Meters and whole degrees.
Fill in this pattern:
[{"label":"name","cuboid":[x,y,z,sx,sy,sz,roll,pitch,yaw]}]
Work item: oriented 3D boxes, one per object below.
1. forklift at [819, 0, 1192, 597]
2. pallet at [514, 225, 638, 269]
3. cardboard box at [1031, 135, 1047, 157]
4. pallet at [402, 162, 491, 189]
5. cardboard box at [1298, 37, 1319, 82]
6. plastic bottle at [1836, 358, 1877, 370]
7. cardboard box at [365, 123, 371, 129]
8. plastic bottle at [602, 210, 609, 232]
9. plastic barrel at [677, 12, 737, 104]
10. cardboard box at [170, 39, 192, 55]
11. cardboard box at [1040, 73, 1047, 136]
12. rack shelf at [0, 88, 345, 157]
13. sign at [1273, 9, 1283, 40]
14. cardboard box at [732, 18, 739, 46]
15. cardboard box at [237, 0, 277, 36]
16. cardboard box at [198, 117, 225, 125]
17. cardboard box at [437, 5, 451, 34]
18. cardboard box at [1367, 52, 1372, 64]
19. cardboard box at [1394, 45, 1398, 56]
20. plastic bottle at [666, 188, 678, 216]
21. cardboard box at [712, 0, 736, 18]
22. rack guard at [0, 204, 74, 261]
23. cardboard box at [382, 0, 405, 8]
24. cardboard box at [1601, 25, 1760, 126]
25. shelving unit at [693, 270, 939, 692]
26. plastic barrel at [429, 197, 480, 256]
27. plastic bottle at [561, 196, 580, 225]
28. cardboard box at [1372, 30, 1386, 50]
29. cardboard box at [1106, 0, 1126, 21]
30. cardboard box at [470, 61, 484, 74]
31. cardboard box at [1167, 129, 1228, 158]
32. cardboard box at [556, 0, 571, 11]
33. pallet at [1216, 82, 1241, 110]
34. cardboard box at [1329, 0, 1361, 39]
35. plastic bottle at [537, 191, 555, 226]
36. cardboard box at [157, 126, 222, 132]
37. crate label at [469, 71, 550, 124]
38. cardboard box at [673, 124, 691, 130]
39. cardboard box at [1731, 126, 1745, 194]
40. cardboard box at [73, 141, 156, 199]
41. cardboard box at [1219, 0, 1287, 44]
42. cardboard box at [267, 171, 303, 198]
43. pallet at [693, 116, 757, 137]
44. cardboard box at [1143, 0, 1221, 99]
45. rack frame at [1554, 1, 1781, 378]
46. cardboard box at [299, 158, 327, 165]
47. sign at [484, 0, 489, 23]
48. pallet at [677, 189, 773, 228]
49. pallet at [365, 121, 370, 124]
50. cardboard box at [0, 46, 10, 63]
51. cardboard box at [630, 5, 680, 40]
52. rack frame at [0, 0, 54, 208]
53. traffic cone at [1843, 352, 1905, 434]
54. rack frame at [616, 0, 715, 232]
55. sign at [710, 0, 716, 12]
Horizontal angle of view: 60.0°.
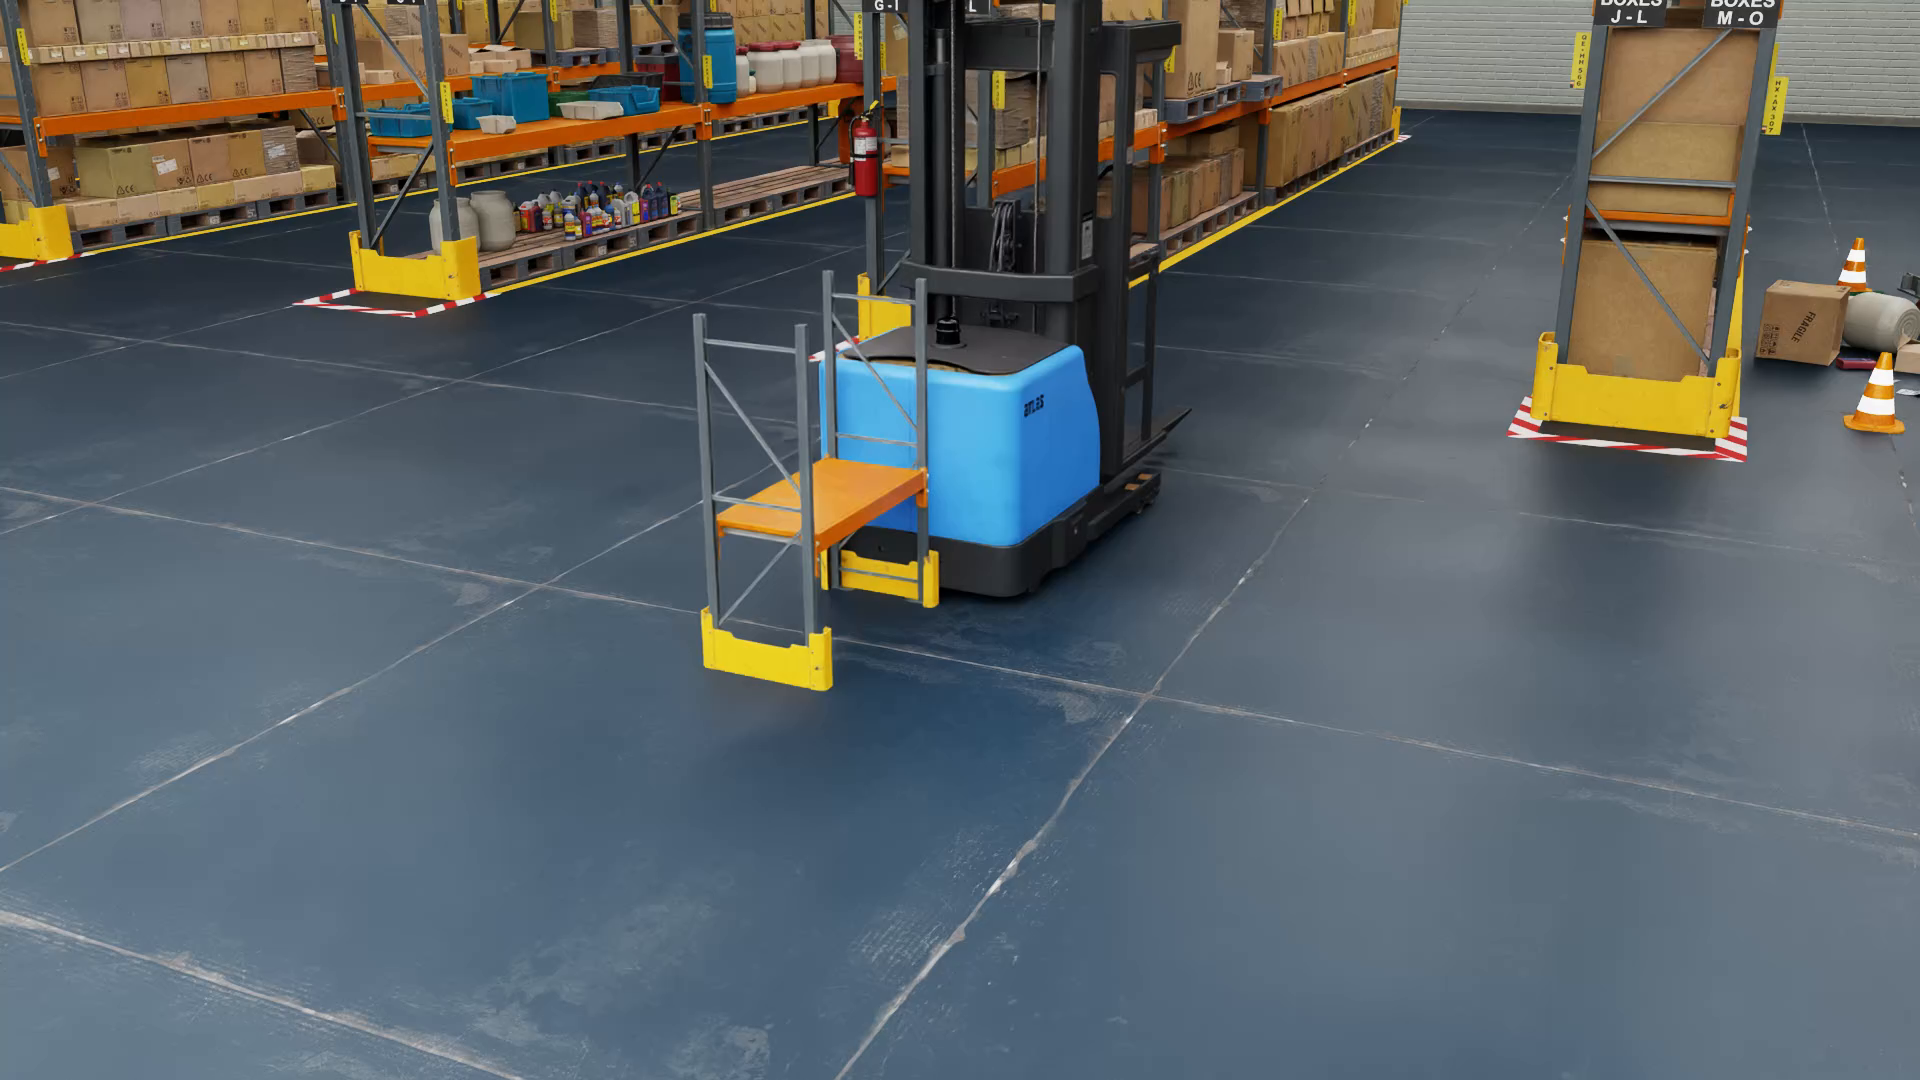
[{"label":"forklift","cuboid":[0.438,-1.575,8.524,1.130,2.935,3.031,9,22,25]},{"label":"pallet","cuboid":[-3.916,-2.897,16.300,1.003,0.211,1.213,9,21,23]},{"label":"cardboard box","cuboid":[0.538,-3.121,13.144,0.380,0.149,0.250,9,21,23]},{"label":"pallet","cuboid":[-6.858,-4.757,21.528,1.003,0.211,1.213,9,21,23]},{"label":"cardboard box","cuboid":[4.121,-5.954,20.584,0.500,0.500,0.500,9,21,23]},{"label":"plastic bottle","cuboid":[6.458,-1.263,11.930,0.283,0.061,0.133,1,20,4]},{"label":"cardboard box","cuboid":[-7.304,-5.107,20.993,0.500,0.311,0.500,8,21,23]},{"label":"plastic bottle","cuboid":[-3.494,-3.128,16.307,0.097,0.201,0.097,0,20,0]},{"label":"plastic barrel","cuboid":[-2.670,-5.097,17.577,0.600,0.901,0.708,9,21,23]},{"label":"cardboard box","cuboid":[-8.273,-5.156,17.372,0.380,0.149,0.250,9,21,23]},{"label":"cardboard box","cuboid":[0.365,-3.550,13.382,0.875,0.500,0.500,9,21,23]},{"label":"rack shelf","cuboid":[-8.441,-4.515,17.762,1.077,0.370,4.000,9,21,23]},{"label":"sign","cuboid":[3.551,-5.764,18.591,0.100,0.325,0.005,9,21,23]},{"label":"cardboard box","cuboid":[-3.889,-8.077,26.553,0.500,0.500,0.500,9,22,24]},{"label":"cardboard box","cuboid":[-8.004,-5.833,18.308,0.700,0.500,0.500,8,21,23]},{"label":"cardboard box","cuboid":[-11.070,-6.028,24.015,0.700,0.500,0.500,9,21,23]},{"label":"cardboard box","cuboid":[-8.826,-8.611,27.581,0.500,0.500,0.500,8,21,22]},{"label":"cardboard box","cuboid":[5.644,-6.873,23.694,0.380,0.149,0.250,9,21,23]},{"label":"cardboard box","cuboid":[6.482,-7.501,25.459,0.380,0.149,0.250,9,21,24]},{"label":"plastic bottle","cuboid":[-3.001,-3.520,17.287,0.061,0.283,0.133,10,22,25]},{"label":"cardboard box","cuboid":[-3.897,-8.535,26.349,0.500,0.500,0.500,9,22,24]},{"label":"rack guard","cuboid":[-9.270,-3.058,16.320,1.175,0.500,0.348,9,21,23]},{"label":"cardboard box","cuboid":[-9.252,-8.651,26.575,0.500,0.250,0.500,9,21,24]},{"label":"cardboard box","cuboid":[4.447,-2.858,10.194,0.875,0.550,0.550,9,21,23]},{"label":"shelving unit","cuboid":[-0.586,-0.295,7.059,0.587,1.500,1.083,9,21,24]},{"label":"plastic barrel","cuboid":[-4.543,-2.799,14.949,0.421,0.512,0.421,0,20,0]},{"label":"plastic bottle","cuboid":[-3.920,-3.319,16.732,0.152,0.276,0.135,9,21,23]},{"label":"cardboard box","cuboid":[5.955,-7.348,24.433,0.500,0.250,0.500,8,21,21]},{"label":"cardboard box","cuboid":[1.071,-4.282,13.948,0.500,0.500,0.500,9,21,23]},{"label":"cardboard box","cuboid":[-6.455,-6.172,21.723,0.380,0.149,0.250,10,22,27]},{"label":"cardboard box","cuboid":[2.597,-4.338,18.146,0.500,0.250,0.500,11,22,29]},{"label":"cardboard box","cuboid":[-7.717,-9.572,30.461,0.980,0.700,0.700,8,21,22]},{"label":"pallet","cuboid":[2.278,-4.627,17.288,1.003,0.211,1.213,9,21,23]},{"label":"cardboard box","cuboid":[5.119,-7.085,22.574,0.500,0.500,0.500,9,21,23]},{"label":"plastic bottle","cuboid":[-4.142,-3.310,16.595,0.144,0.351,0.185,10,22,25]},{"label":"cardboard box","cuboid":[-8.507,-4.317,18.488,0.500,0.500,0.500,9,21,23]},{"label":"crate label","cuboid":[-4.236,-4.178,15.688,0.502,0.435,0.616,9,21,23]},{"label":"cardboard box","cuboid":[-4.497,-6.600,25.626,0.500,0.500,0.500,9,21,23]},{"label":"cardboard box","cuboid":[4.919,-2.686,11.322,0.875,0.550,0.550,9,21,23]},{"label":"cardboard box","cuboid":[-8.635,-3.785,16.992,0.500,0.500,0.500,9,21,23]},{"label":"cardboard box","cuboid":[3.366,-6.069,19.411,0.797,0.503,0.637,9,22,25]},{"label":"cardboard box","cuboid":[-7.827,-4.045,18.842,0.500,0.250,0.500,9,21,23]},{"label":"pallet","cuboid":[-4.064,-6.807,27.294,1.003,0.211,1.213,9,21,23]},{"label":"cardboard box","cuboid":[1.867,-4.809,15.993,1.000,1.000,1.000,9,21,23]},{"label":"rack frame","cuboid":[4.259,-2.171,10.096,1.000,3.000,0.127,9,21,23]},{"label":"cardboard box","cuboid":[-7.717,-4.534,20.219,0.500,0.250,0.500,8,21,22]},{"label":"sign","cuboid":[-6.483,-7.268,22.819,0.100,0.325,0.005,9,21,23]},{"label":"pallet","cuboid":[-2.819,-3.716,18.603,1.003,0.211,1.213,9,21,23]},{"label":"pallet","cuboid":[-9.613,-6.655,26.867,1.003,0.211,1.213,9,21,23]},{"label":"cardboard box","cuboid":[-9.278,-4.738,16.199,0.380,0.149,0.250,8,21,22]},{"label":"cardboard box","cuboid":[-4.745,-8.042,25.829,0.700,0.500,0.500,2,20,4]},{"label":"rack frame","cuboid":[-9.260,-4.243,15.922,1.000,3.000,0.127,9,21,23]},{"label":"traffic cone","cuboid":[5.772,-0.943,10.430,0.336,0.463,0.334,9,21,23]},{"label":"rack frame","cuboid":[-3.105,-4.785,17.446,1.000,3.000,0.127,9,21,23]},{"label":"sign","cuboid":[-3.839,-8.381,25.832,0.100,0.325,0.005,9,21,23]}]
